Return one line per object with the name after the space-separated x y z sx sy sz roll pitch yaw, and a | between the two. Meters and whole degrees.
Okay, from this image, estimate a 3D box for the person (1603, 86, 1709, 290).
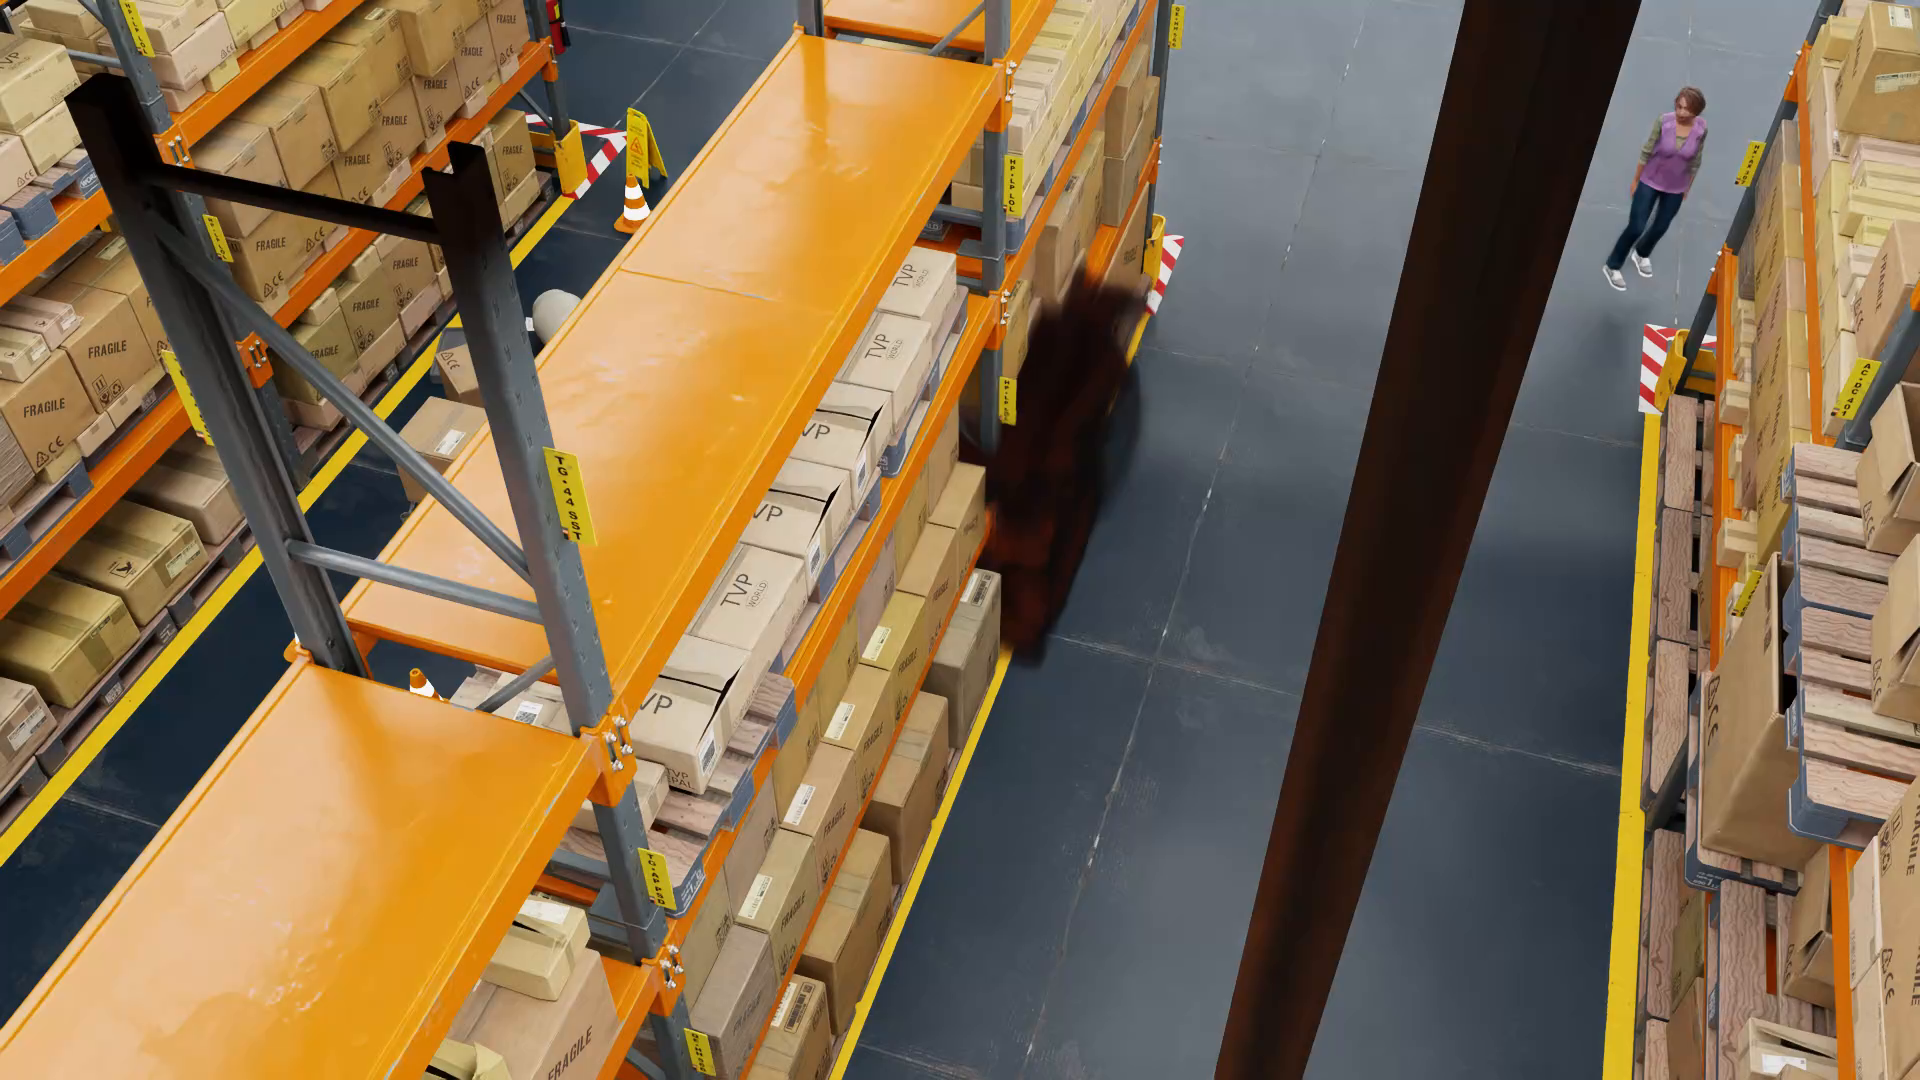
5.141 -2.578 12.178 0.436 1.570 0.488 12 47 11 | person
